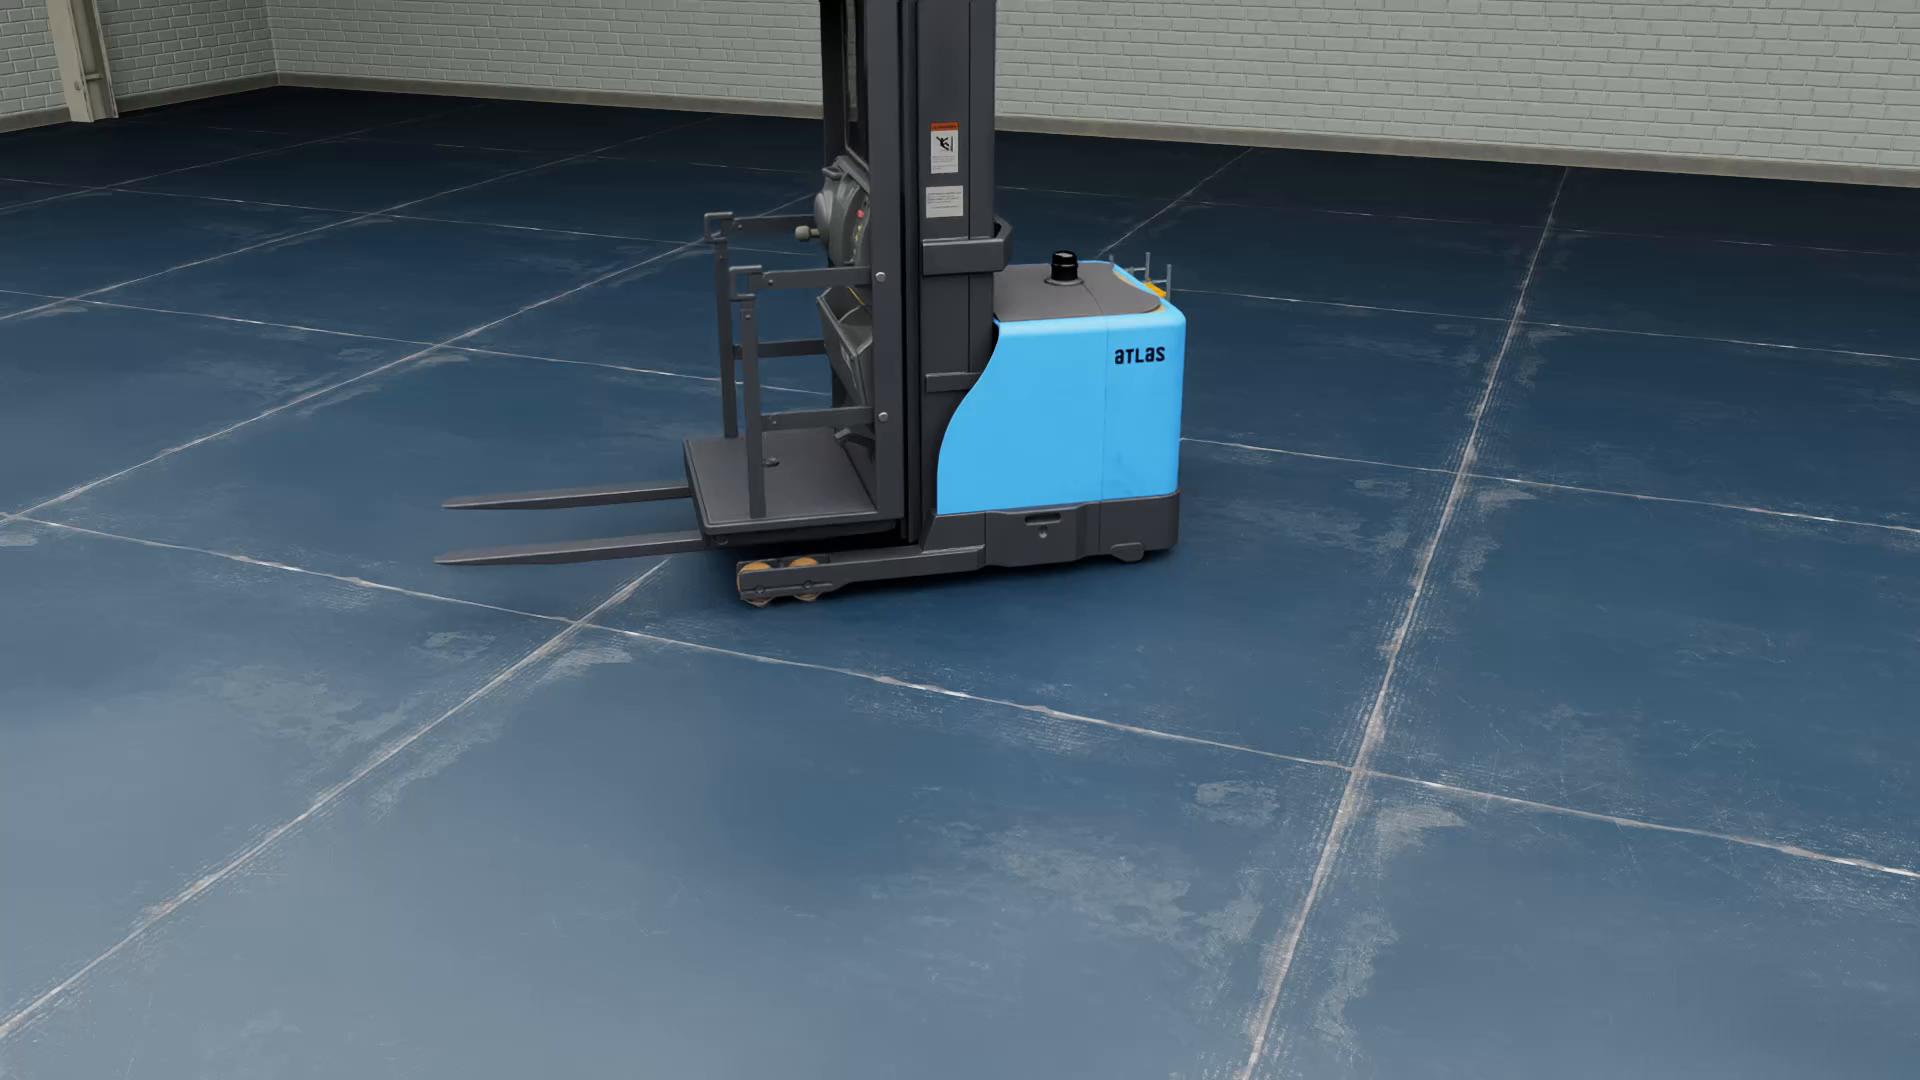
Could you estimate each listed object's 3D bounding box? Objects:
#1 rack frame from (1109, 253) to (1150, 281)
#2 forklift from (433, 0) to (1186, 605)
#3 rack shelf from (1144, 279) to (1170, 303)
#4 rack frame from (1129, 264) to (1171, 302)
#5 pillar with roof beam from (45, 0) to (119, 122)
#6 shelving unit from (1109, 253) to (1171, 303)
[{"bbox_3d":[0.782,-0.838,7.893,0.200,1.050,0.008,-7,24,-16],"label":"rack frame"},{"bbox_3d":[-0.649,-1.318,6.601,3.031,2.935,1.130,-5,23,-12],"label":"forklift"},{"bbox_3d":[0.820,-1.045,7.680,0.215,0.259,0.240,-7,24,-16],"label":"rack shelf"},{"bbox_3d":[0.855,-0.748,7.678,0.200,1.050,0.008,-7,24,-16],"label":"rack frame"},{"bbox_3d":[-5.585,-8.197,15.198,9.100,9.000,0.400,9,24,20],"label":"pillar with roof beam"},{"bbox_3d":[0.819,-0.793,7.785,0.215,1.050,0.252,-7,24,-16],"label":"shelving unit"}]
